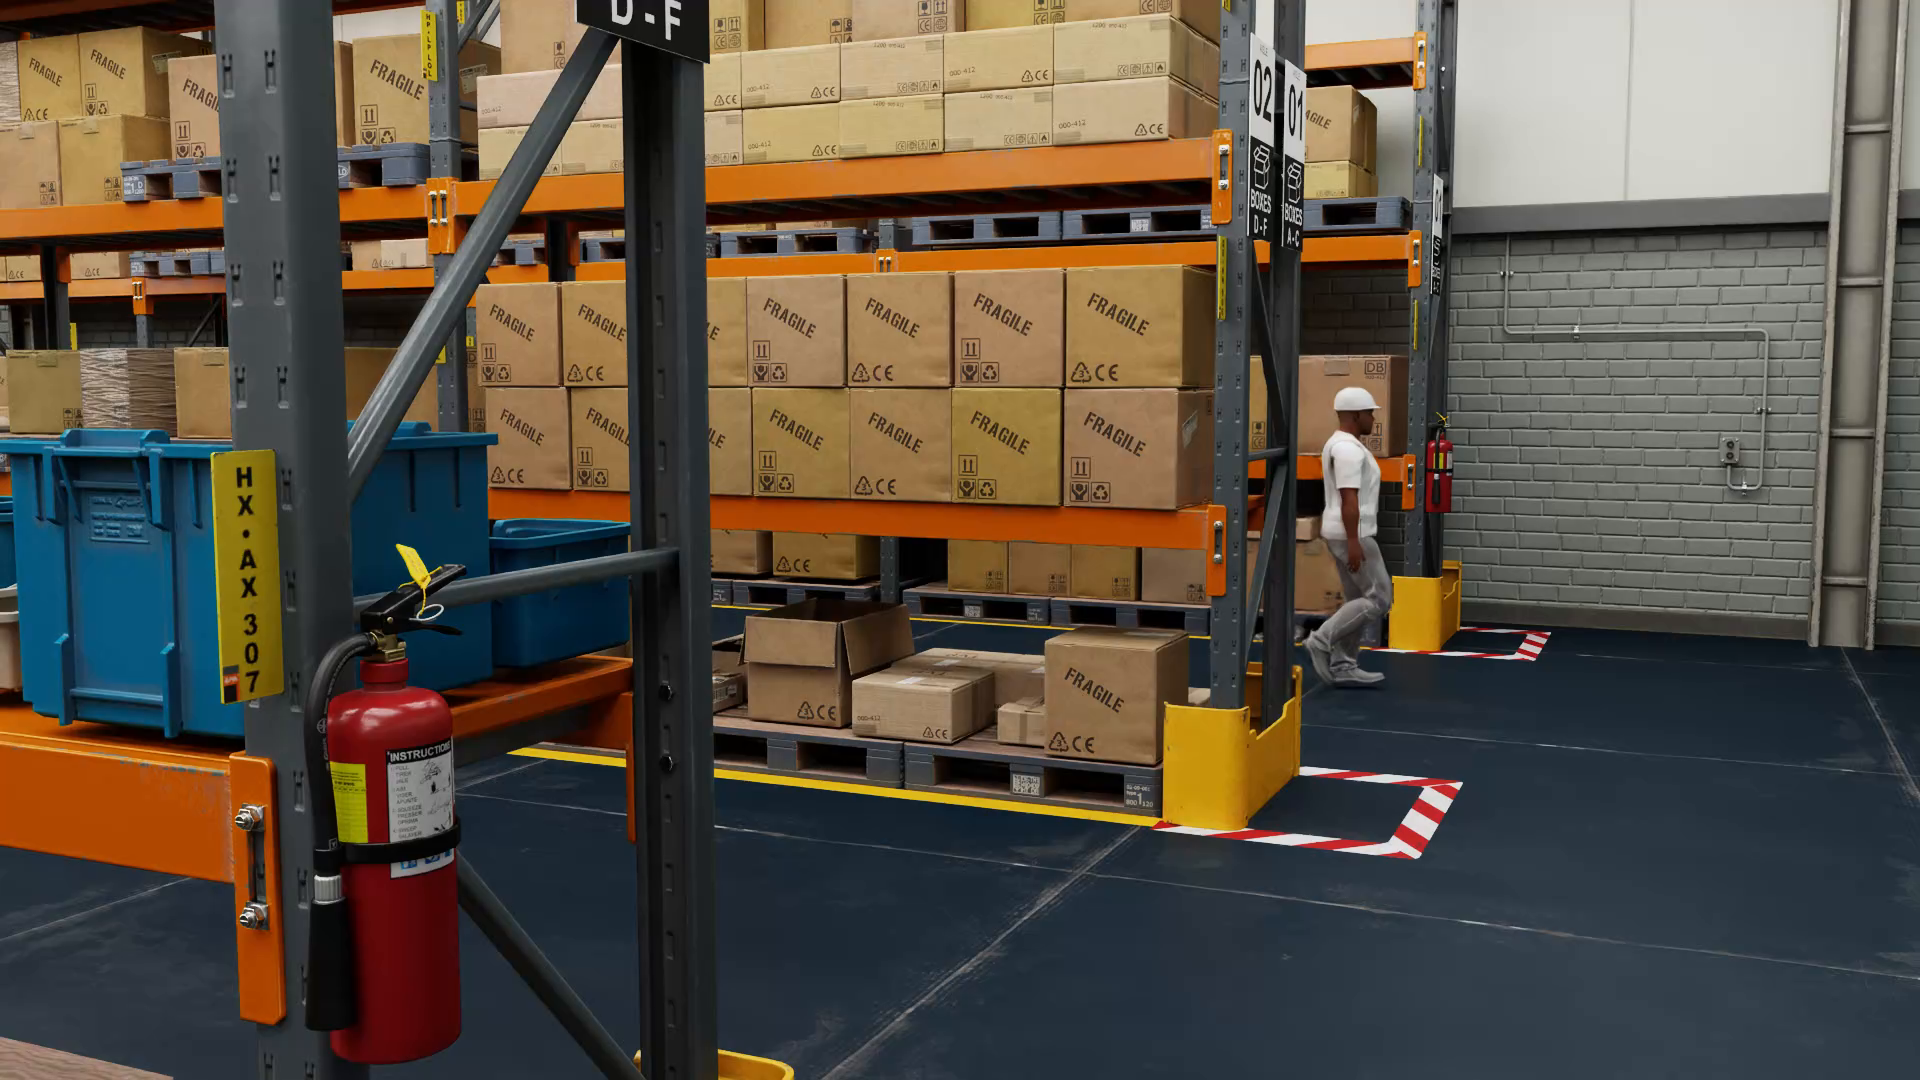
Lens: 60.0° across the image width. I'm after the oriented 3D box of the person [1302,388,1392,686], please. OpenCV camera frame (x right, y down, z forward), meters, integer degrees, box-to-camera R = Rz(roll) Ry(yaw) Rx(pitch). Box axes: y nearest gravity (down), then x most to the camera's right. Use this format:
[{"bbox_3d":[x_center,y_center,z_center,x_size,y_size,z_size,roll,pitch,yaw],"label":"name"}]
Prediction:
[{"bbox_3d":[2.279,-0.018,9.801,0.510,1.755,0.601,1,6,7],"label":"person"}]
